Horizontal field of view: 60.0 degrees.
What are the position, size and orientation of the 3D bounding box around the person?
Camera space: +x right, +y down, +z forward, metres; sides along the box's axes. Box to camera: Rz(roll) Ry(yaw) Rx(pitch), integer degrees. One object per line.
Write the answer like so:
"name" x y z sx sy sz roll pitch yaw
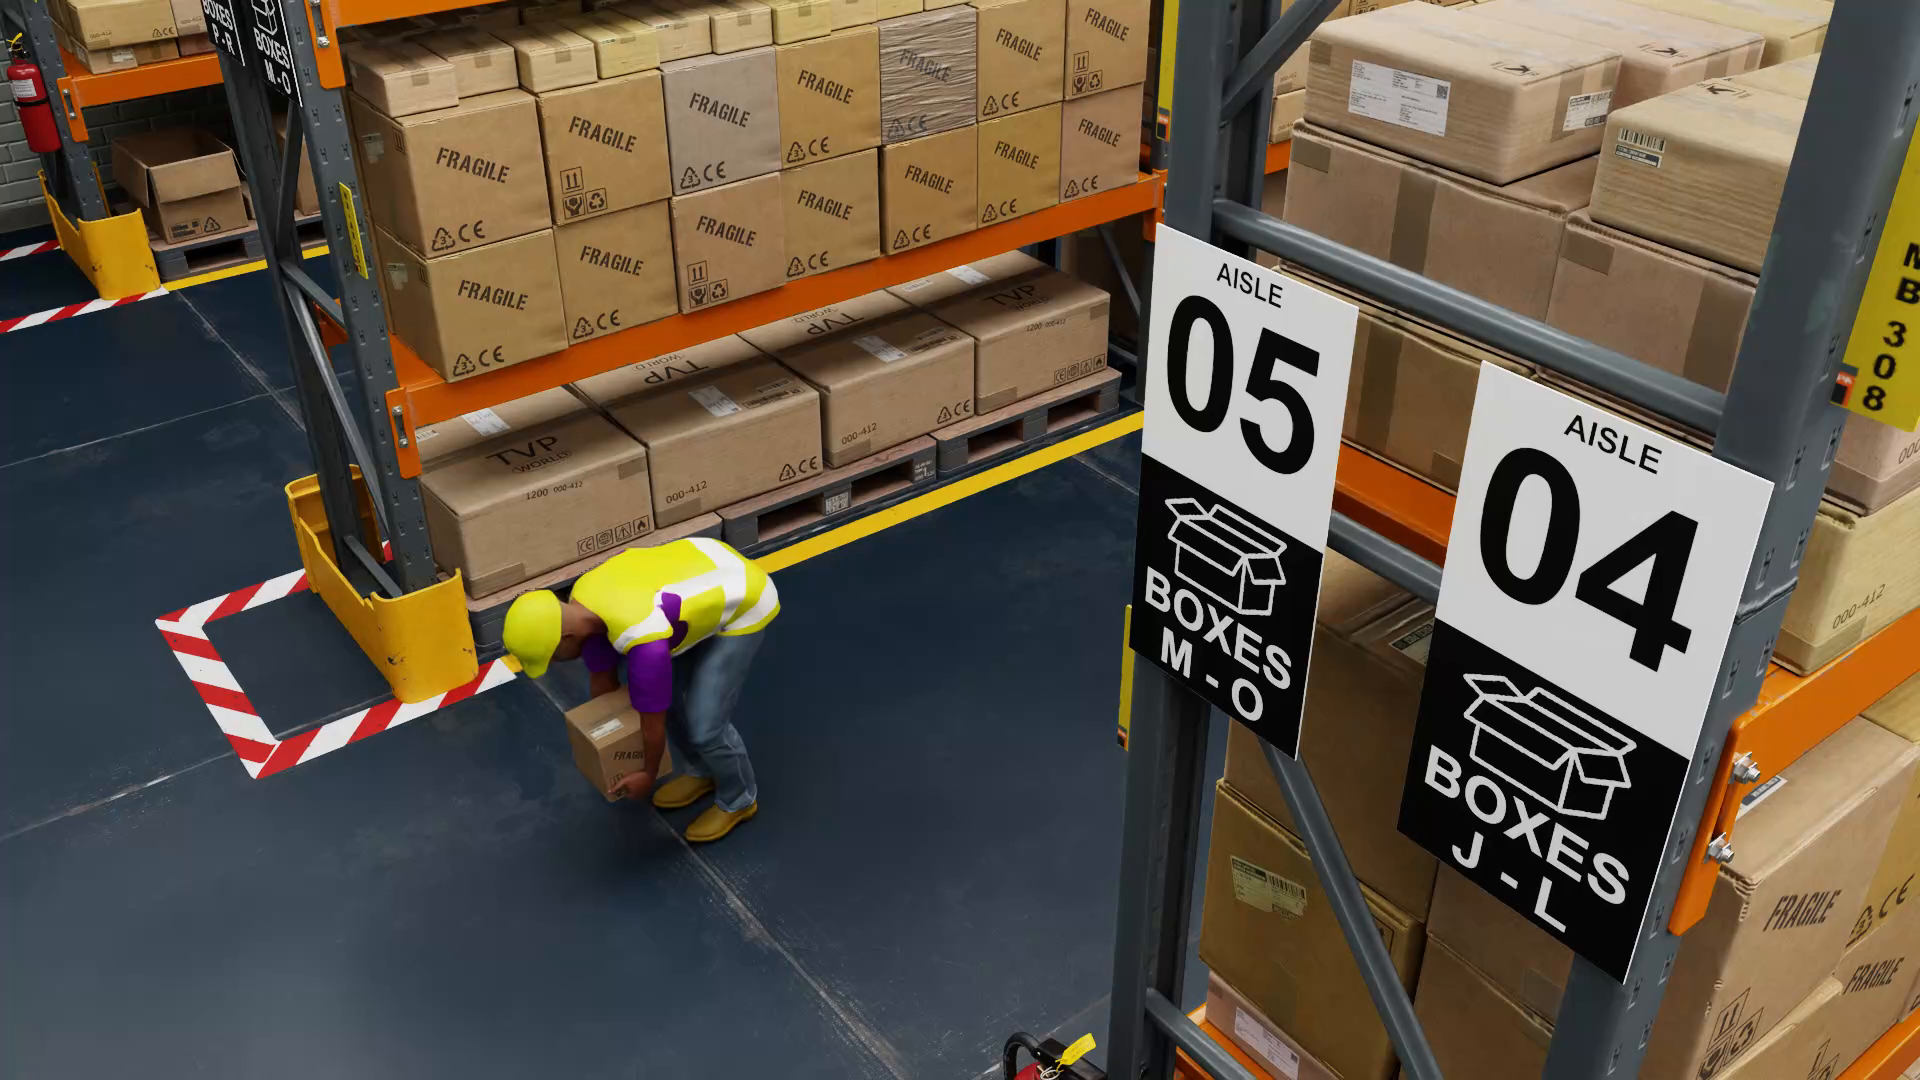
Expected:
"person" -1.064 0.557 5.760 0.967 1.191 0.474 -24 39 -33
